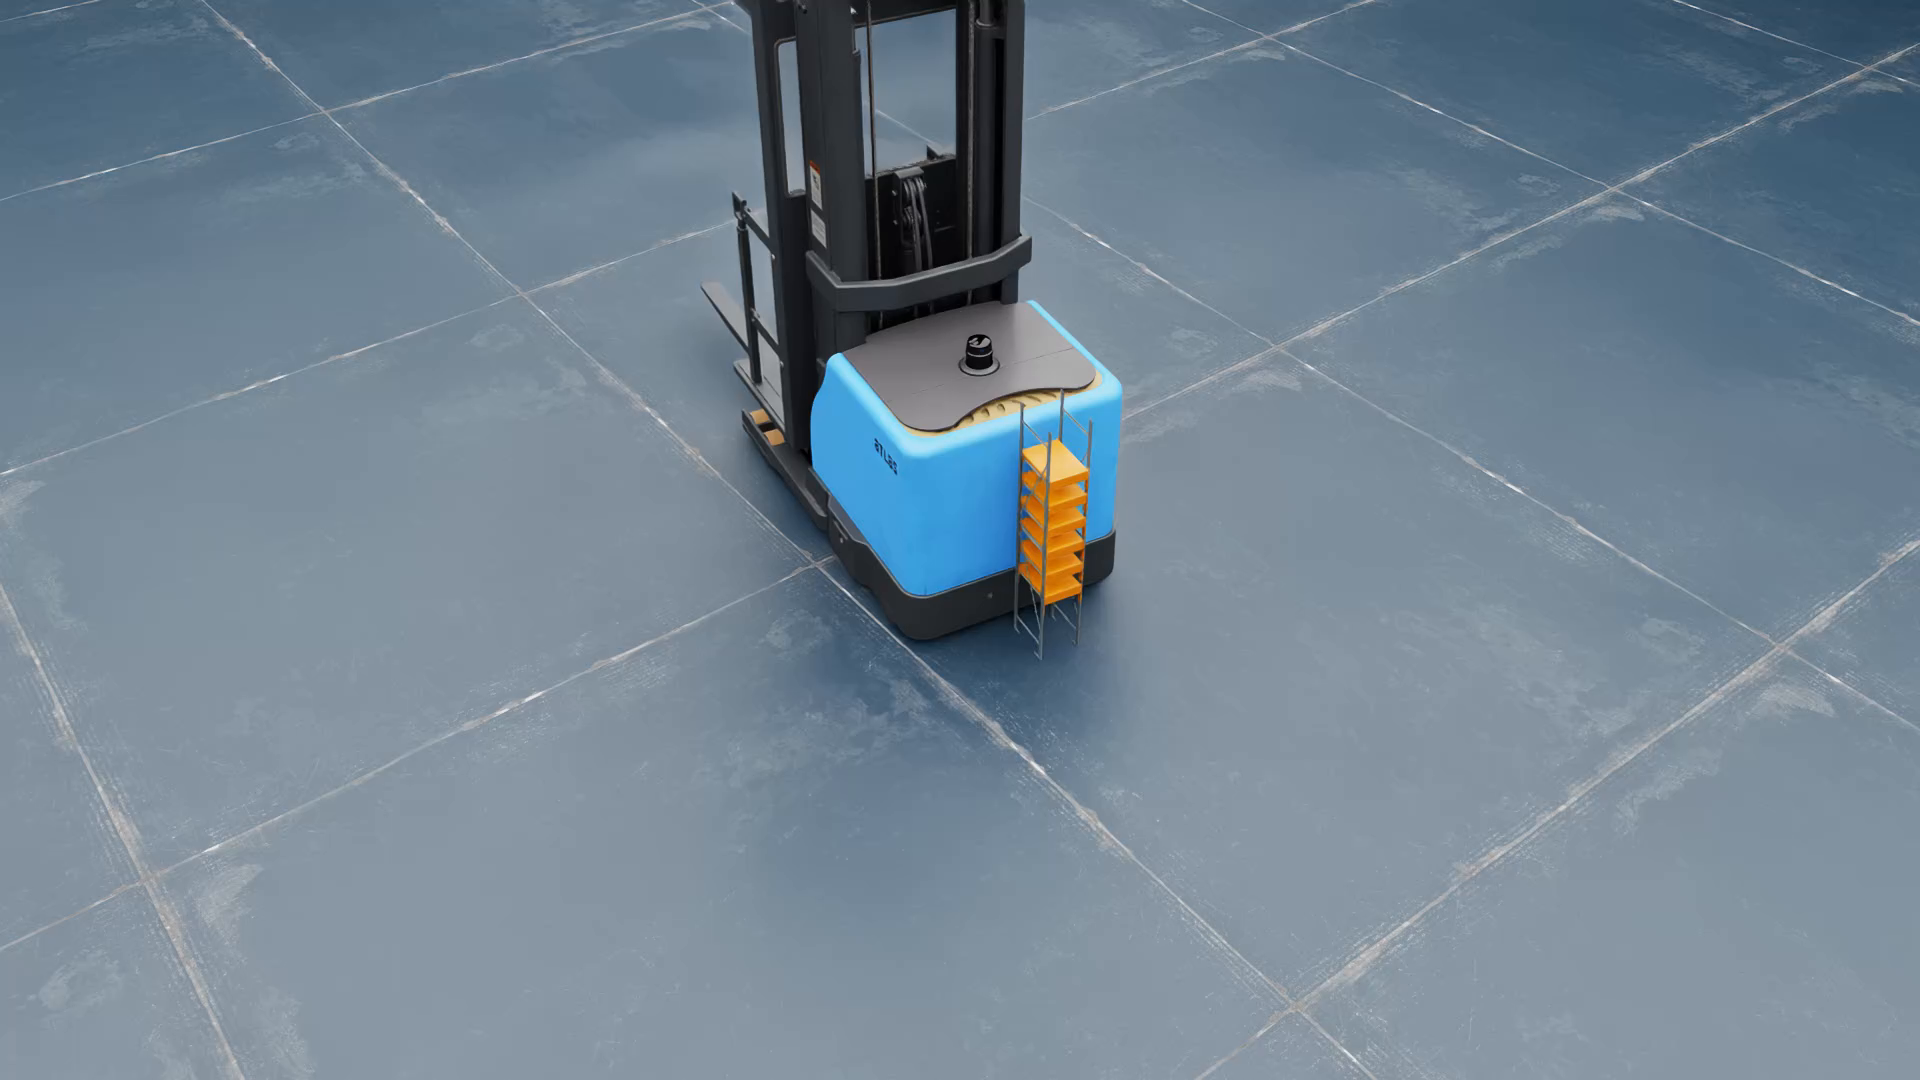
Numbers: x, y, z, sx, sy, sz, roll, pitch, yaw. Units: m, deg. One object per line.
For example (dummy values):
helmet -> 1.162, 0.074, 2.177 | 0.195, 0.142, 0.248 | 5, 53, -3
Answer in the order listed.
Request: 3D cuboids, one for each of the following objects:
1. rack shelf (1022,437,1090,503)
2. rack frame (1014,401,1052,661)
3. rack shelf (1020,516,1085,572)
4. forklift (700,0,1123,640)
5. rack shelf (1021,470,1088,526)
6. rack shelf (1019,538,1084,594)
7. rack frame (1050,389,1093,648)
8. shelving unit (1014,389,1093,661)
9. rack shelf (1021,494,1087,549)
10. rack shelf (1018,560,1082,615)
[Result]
rack shelf -> 0.375, -0.283, 6.650 | 0.180, 0.103, 0.258 | -18, 43, -21
rack frame -> 0.293, -0.013, 6.819 | 0.006, 1.200, 0.240 | -18, 43, -21
rack shelf -> 0.374, -0.005, 6.880 | 0.180, 0.103, 0.258 | -18, 43, -21
forklift -> -0.434, -1.631, 7.428 | 1.130, 2.935, 3.031 | -18, 43, -21
rack shelf -> 0.375, -0.190, 6.727 | 0.180, 0.103, 0.258 | -18, 43, -21
rack shelf -> 0.374, 0.087, 6.956 | 0.180, 0.103, 0.258 | -18, 43, -21
rack frame -> 0.456, -0.066, 6.884 | 0.006, 1.200, 0.240 | -18, 43, -21
shelving unit -> 0.374, -0.040, 6.851 | 0.189, 1.200, 0.258 | -18, 43, -21
rack shelf -> 0.375, -0.098, 6.803 | 0.180, 0.103, 0.258 | -18, 43, -21
rack shelf -> 0.374, 0.180, 7.032 | 0.180, 0.103, 0.258 | -18, 43, -21
